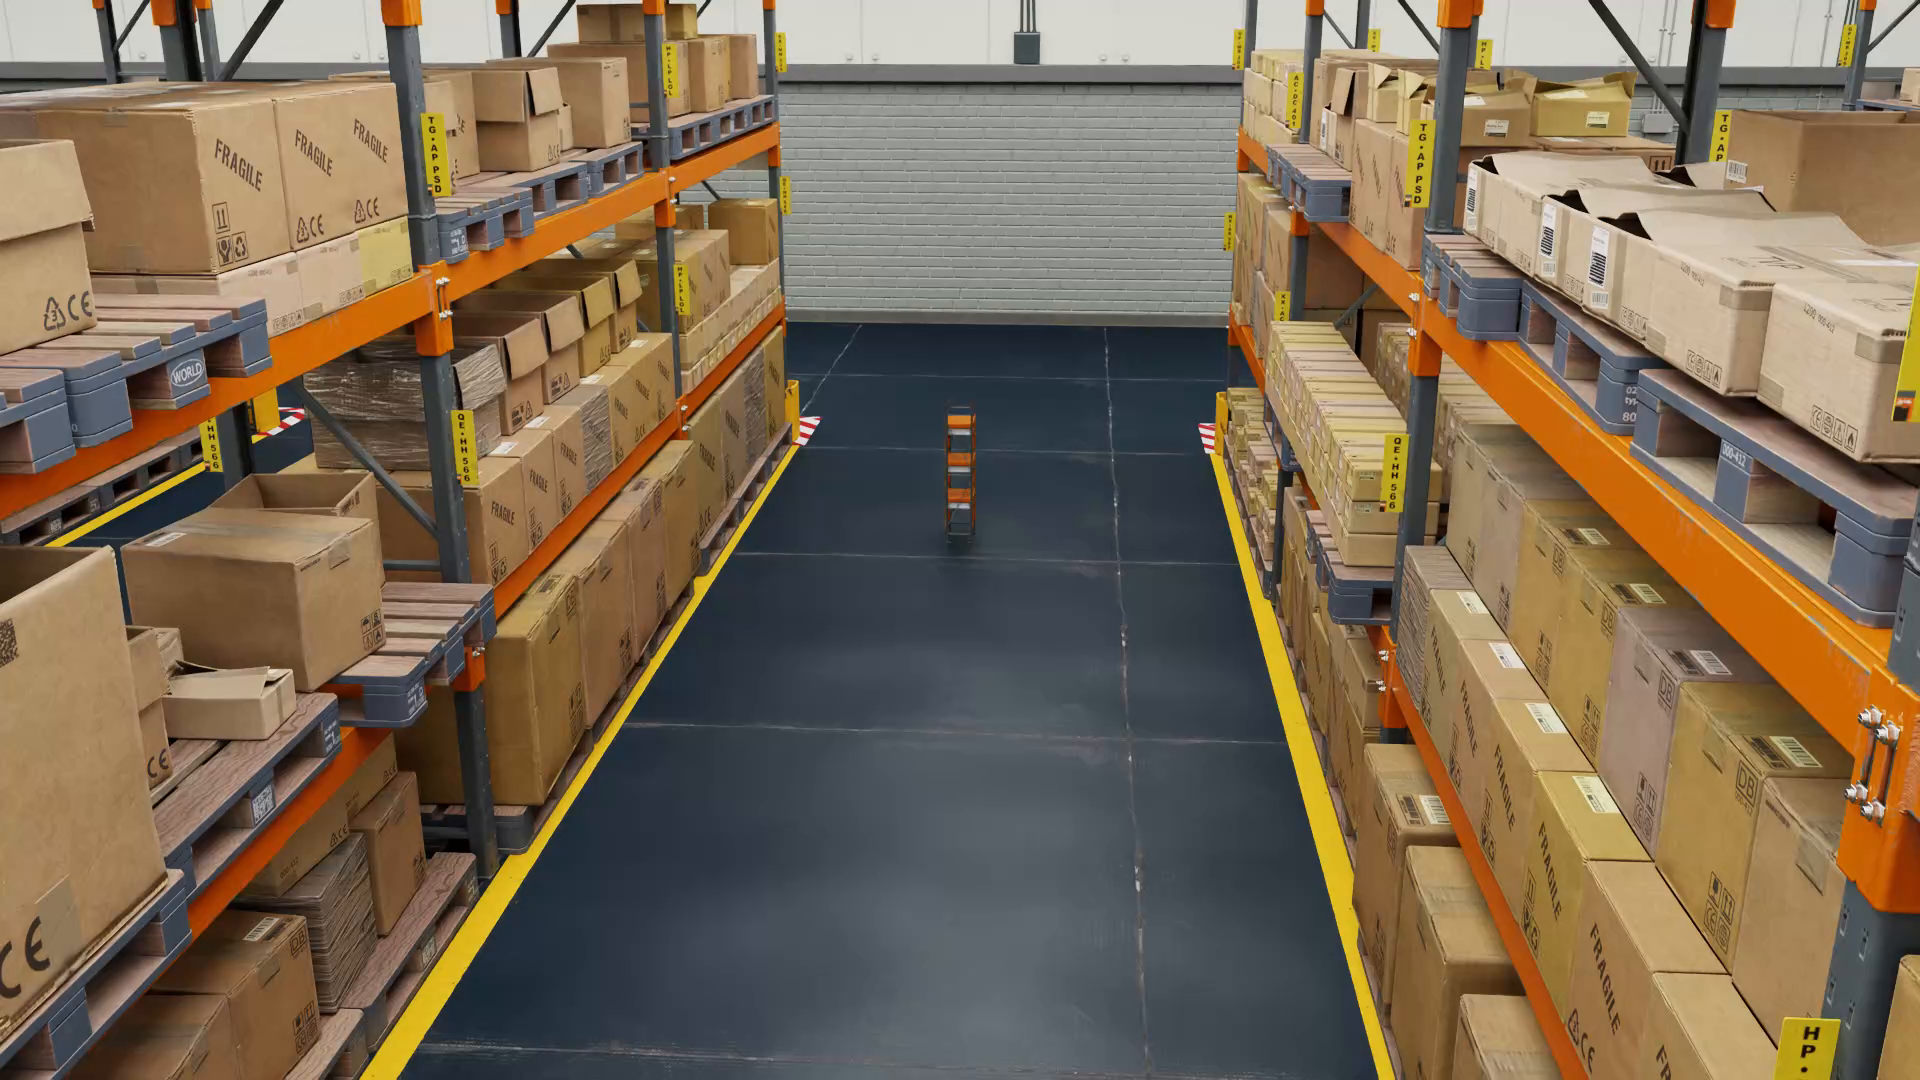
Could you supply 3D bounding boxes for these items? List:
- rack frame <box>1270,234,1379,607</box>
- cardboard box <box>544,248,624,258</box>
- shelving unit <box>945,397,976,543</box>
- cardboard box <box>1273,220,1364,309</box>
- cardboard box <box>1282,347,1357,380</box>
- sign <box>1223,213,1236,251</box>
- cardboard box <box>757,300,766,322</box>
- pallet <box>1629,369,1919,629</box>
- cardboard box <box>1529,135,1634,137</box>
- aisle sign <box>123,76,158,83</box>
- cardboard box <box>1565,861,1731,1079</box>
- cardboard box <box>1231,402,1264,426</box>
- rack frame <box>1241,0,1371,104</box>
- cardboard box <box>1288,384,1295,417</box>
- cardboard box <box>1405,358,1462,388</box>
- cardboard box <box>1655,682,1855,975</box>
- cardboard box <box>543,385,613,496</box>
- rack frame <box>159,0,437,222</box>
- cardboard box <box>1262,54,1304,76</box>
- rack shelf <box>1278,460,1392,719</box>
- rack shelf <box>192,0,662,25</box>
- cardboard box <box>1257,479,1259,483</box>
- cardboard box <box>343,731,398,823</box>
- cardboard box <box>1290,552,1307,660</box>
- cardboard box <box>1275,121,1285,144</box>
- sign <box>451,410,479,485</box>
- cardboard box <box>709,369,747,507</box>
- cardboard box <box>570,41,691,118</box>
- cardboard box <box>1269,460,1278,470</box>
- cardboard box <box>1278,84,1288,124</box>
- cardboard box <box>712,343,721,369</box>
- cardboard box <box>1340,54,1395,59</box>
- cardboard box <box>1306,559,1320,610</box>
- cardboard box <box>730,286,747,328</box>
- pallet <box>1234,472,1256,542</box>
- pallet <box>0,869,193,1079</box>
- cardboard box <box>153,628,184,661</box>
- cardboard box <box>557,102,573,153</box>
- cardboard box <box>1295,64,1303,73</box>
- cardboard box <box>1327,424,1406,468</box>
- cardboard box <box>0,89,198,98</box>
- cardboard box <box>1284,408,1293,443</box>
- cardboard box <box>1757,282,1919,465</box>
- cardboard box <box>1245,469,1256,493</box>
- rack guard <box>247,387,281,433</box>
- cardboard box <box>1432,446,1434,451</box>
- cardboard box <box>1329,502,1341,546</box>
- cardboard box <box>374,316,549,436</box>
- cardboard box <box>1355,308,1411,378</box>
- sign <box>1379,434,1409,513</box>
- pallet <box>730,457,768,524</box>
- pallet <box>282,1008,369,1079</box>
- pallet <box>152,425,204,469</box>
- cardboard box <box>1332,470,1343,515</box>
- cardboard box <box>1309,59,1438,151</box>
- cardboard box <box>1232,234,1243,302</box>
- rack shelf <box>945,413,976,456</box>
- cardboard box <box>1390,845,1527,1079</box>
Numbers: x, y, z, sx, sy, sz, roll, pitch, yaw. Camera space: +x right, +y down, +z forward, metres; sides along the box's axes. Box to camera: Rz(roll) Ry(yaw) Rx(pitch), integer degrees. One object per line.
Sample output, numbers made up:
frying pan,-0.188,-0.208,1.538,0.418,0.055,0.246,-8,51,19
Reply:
rack frame,2.578,-0.988,10.621,1.000,3.000,0.127,1,18,4
cardboard box,-2.595,-1.705,11.368,0.500,0.500,0.500,2,18,5
shelving unit,0.004,-0.516,12.310,0.215,1.050,0.252,1,18,4
cardboard box,2.342,-1.804,10.867,0.500,0.500,0.500,1,18,2
cardboard box,2.036,-0.995,9.416,0.380,0.149,0.250,1,18,3
sign,2.324,-2.654,14.314,0.100,0.325,0.005,1,18,4
cardboard box,-1.827,-1.898,13.803,0.380,0.149,0.250,2,18,5
pallet,2.022,-0.124,3.473,0.805,0.209,1.217,1,18,2
cardboard box,2.627,-1.545,7.344,0.500,0.500,0.500,1,18,4
aisle sign,-7.306,-3.747,14.867,0.394,0.787,0.004,1,18,4
cardboard box,1.812,1.124,4.014,0.500,0.500,0.500,1,18,3
cardboard box,2.443,-1.039,13.725,0.380,0.149,0.250,1,18,4
rack frame,2.865,-5.081,13.478,1.000,3.000,0.127,1,18,4
cardboard box,2.022,-0.772,9.213,0.380,0.149,0.250,2,18,6
cardboard box,2.666,-0.900,9.127,0.380,0.149,0.250,1,18,2
cardboard box,2.070,0.660,3.825,0.700,0.500,0.500,1,18,3
cardboard box,-2.236,-0.555,9.138,0.500,0.500,0.500,1,18,4
rack frame,-2.648,-2.739,6.329,1.000,3.000,0.127,1,18,4
cardboard box,2.441,-3.517,12.319,0.380,0.149,0.250,2,18,6
rack shelf,2.435,-0.025,8.837,1.077,0.370,4.000,1,18,4
rack shelf,-2.505,-2.828,8.399,1.077,0.370,4.000,1,18,4
cardboard box,2.446,-0.485,12.512,0.380,0.149,0.250,0,18,1
cardboard box,-2.666,0.944,6.830,0.500,0.250,0.500,2,18,6
cardboard box,2.225,0.388,9.761,0.500,0.500,0.500,2,18,6
cardboard box,2.392,-2.655,11.133,0.500,0.250,0.500,1,18,4
sign,-2.106,-0.391,7.067,0.100,0.325,0.005,1,18,4
cardboard box,-2.170,-0.803,12.793,0.875,0.875,0.875,1,18,4
cardboard box,-2.322,-3.261,11.746,0.700,0.500,0.500,2,18,7
cardboard box,2.430,-0.468,11.983,0.380,0.149,0.250,2,18,6
cardboard box,2.407,-2.890,11.046,0.500,0.250,0.500,1,18,2
cardboard box,-1.954,-1.340,12.099,0.380,0.149,0.250,1,18,2
cardboard box,3.011,-3.505,12.281,0.380,0.149,0.250,2,18,5
cardboard box,2.185,0.191,9.157,0.500,0.250,0.500,2,18,6
cardboard box,-1.951,-1.808,12.888,0.500,0.250,0.500,1,18,4
pallet,2.676,-0.252,12.853,1.003,0.211,1.213,1,18,4
pallet,-2.735,1.212,4.216,1.003,0.211,1.213,1,18,4
cardboard box,-2.998,0.499,5.648,0.500,0.250,0.500,1,18,2
cardboard box,-2.530,-2.374,9.502,0.500,0.311,0.500,1,18,2
cardboard box,2.337,-2.955,10.604,0.380,0.149,0.250,2,18,5
cardboard box,1.909,-0.430,7.692,0.380,0.149,0.250,2,18,6
cardboard box,-2.979,-1.301,5.794,0.500,0.500,0.500,1,18,4
cardboard box,2.019,-0.635,9.273,0.380,0.149,0.250,0,18,1
cardboard box,1.896,-0.327,3.194,0.500,0.250,0.500,1,18,5
cardboard box,2.411,-0.439,12.849,0.380,0.149,0.250,1,18,4
rack guard,-7.026,-1.303,15.596,1.175,0.500,0.348,1,18,4
cardboard box,2.638,-0.453,8.717,0.380,0.149,0.250,1,18,2
cardboard box,1.888,-0.066,7.537,0.380,0.149,0.250,1,18,4
cardboard box,-2.530,-0.841,8.401,0.797,0.503,0.637,2,18,5
cardboard box,2.865,-1.325,11.011,0.500,0.500,0.500,1,18,3
sign,1.750,-0.267,6.689,0.100,0.325,0.005,1,18,4
pallet,-2.144,-0.419,13.363,1.003,0.211,1.213,1,18,4
pallet,-2.796,2.058,5.803,1.003,0.211,1.213,1,18,4
pallet,-7.113,-0.902,14.838,1.003,0.211,1.213,1,18,4
cardboard box,1.890,-0.214,7.509,0.380,0.149,0.250,2,18,6
cardboard box,2.442,-2.545,9.721,0.700,0.500,0.500,1,18,4
cardboard box,2.557,-2.286,13.943,0.500,0.500,0.500,2,18,7
rack shelf,0.004,-0.775,12.225,0.215,0.259,0.240,1,18,4
cardboard box,2.099,1.583,5.714,1.050,0.750,0.750,2,18,5
